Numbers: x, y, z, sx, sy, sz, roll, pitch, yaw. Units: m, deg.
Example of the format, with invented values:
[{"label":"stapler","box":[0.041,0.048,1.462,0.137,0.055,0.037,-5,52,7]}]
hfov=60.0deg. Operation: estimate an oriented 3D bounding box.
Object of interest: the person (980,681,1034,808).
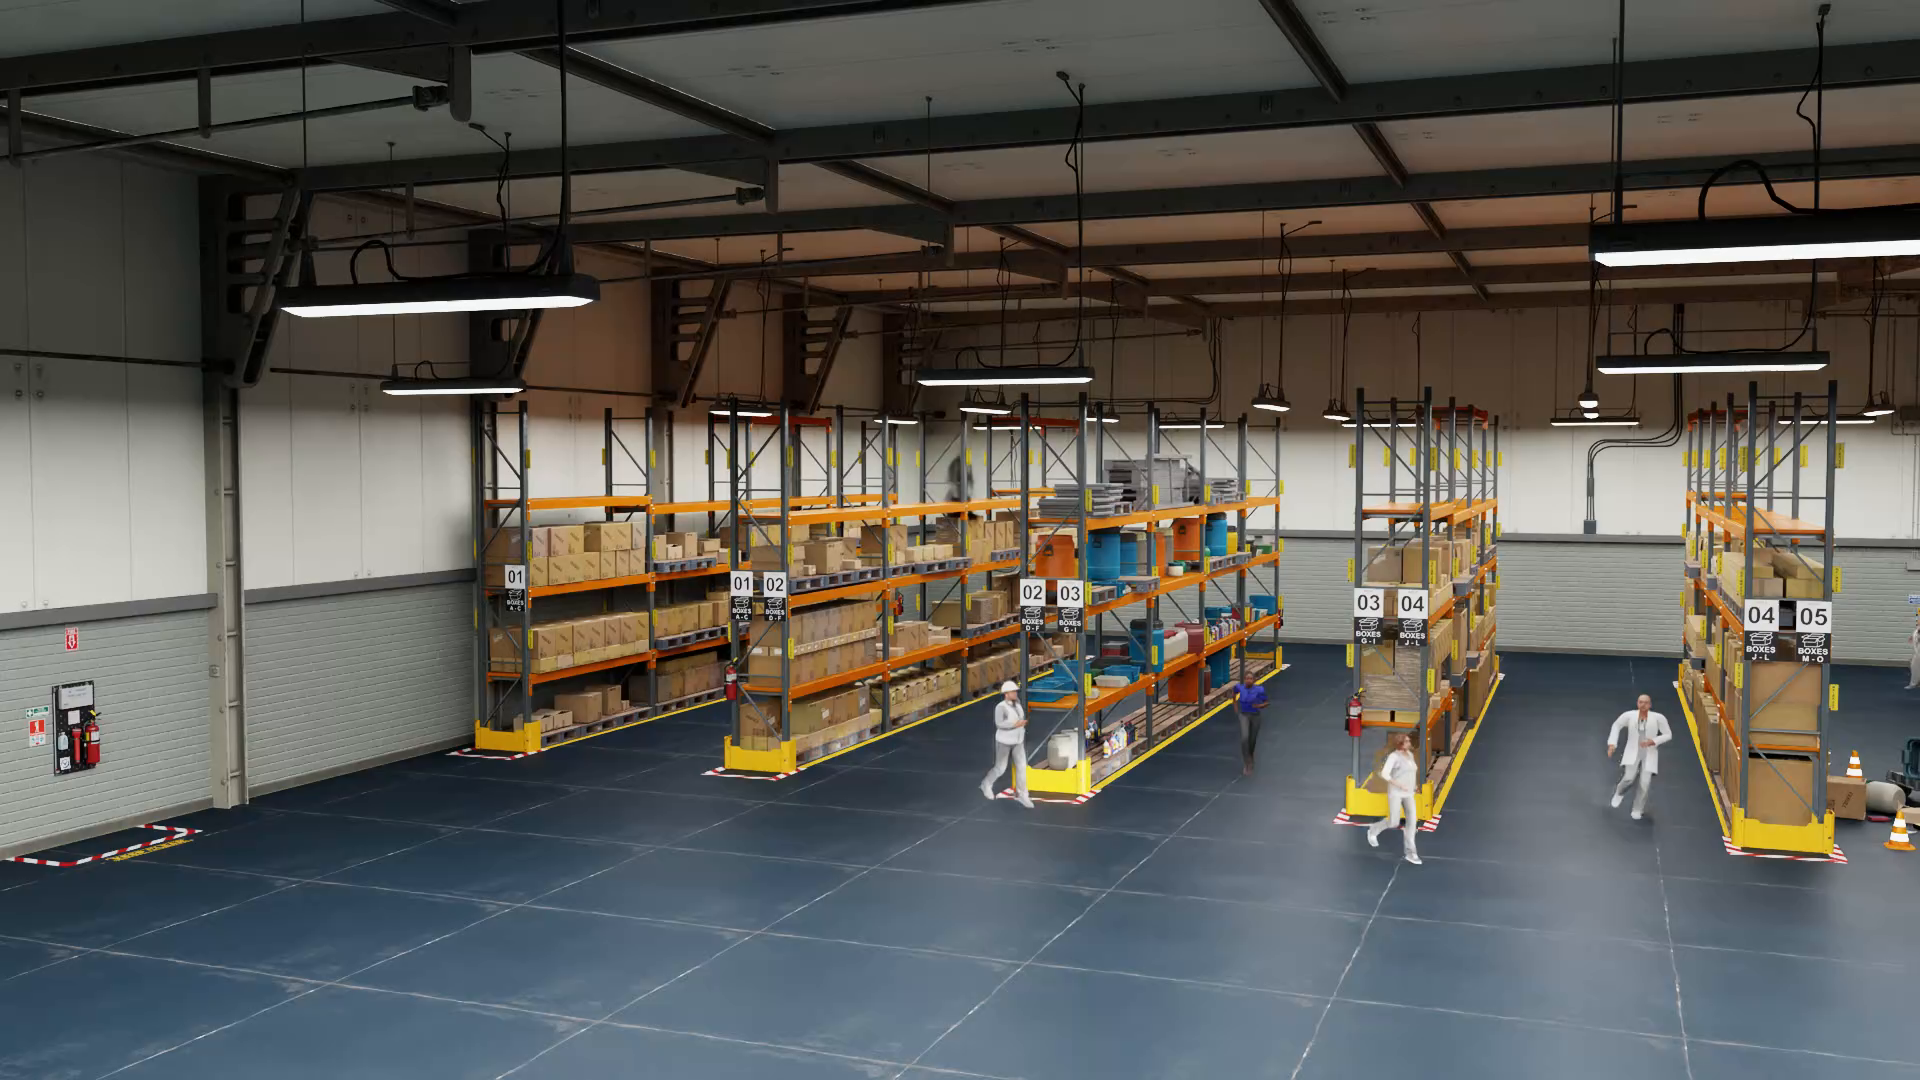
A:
[{"label":"person","box":[0.690,2.919,23.990,0.645,1.783,0.947,-3,4,-45]}]

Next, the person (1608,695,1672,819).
[{"label":"person","box":[9.508,3.024,23.256,0.818,1.735,0.554,1,3,16]}]

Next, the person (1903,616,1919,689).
[{"label":"person","box":[20.929,2.438,36.016,0.823,1.676,0.615,1,3,24]}]

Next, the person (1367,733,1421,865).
[{"label":"person","box":[5.515,3.195,20.802,0.575,1.576,0.883,-2,3,-31]}]

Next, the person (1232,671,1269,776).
[{"label":"person","box":[4.650,2.904,26.685,0.576,1.667,0.944,0,3,7]}]
